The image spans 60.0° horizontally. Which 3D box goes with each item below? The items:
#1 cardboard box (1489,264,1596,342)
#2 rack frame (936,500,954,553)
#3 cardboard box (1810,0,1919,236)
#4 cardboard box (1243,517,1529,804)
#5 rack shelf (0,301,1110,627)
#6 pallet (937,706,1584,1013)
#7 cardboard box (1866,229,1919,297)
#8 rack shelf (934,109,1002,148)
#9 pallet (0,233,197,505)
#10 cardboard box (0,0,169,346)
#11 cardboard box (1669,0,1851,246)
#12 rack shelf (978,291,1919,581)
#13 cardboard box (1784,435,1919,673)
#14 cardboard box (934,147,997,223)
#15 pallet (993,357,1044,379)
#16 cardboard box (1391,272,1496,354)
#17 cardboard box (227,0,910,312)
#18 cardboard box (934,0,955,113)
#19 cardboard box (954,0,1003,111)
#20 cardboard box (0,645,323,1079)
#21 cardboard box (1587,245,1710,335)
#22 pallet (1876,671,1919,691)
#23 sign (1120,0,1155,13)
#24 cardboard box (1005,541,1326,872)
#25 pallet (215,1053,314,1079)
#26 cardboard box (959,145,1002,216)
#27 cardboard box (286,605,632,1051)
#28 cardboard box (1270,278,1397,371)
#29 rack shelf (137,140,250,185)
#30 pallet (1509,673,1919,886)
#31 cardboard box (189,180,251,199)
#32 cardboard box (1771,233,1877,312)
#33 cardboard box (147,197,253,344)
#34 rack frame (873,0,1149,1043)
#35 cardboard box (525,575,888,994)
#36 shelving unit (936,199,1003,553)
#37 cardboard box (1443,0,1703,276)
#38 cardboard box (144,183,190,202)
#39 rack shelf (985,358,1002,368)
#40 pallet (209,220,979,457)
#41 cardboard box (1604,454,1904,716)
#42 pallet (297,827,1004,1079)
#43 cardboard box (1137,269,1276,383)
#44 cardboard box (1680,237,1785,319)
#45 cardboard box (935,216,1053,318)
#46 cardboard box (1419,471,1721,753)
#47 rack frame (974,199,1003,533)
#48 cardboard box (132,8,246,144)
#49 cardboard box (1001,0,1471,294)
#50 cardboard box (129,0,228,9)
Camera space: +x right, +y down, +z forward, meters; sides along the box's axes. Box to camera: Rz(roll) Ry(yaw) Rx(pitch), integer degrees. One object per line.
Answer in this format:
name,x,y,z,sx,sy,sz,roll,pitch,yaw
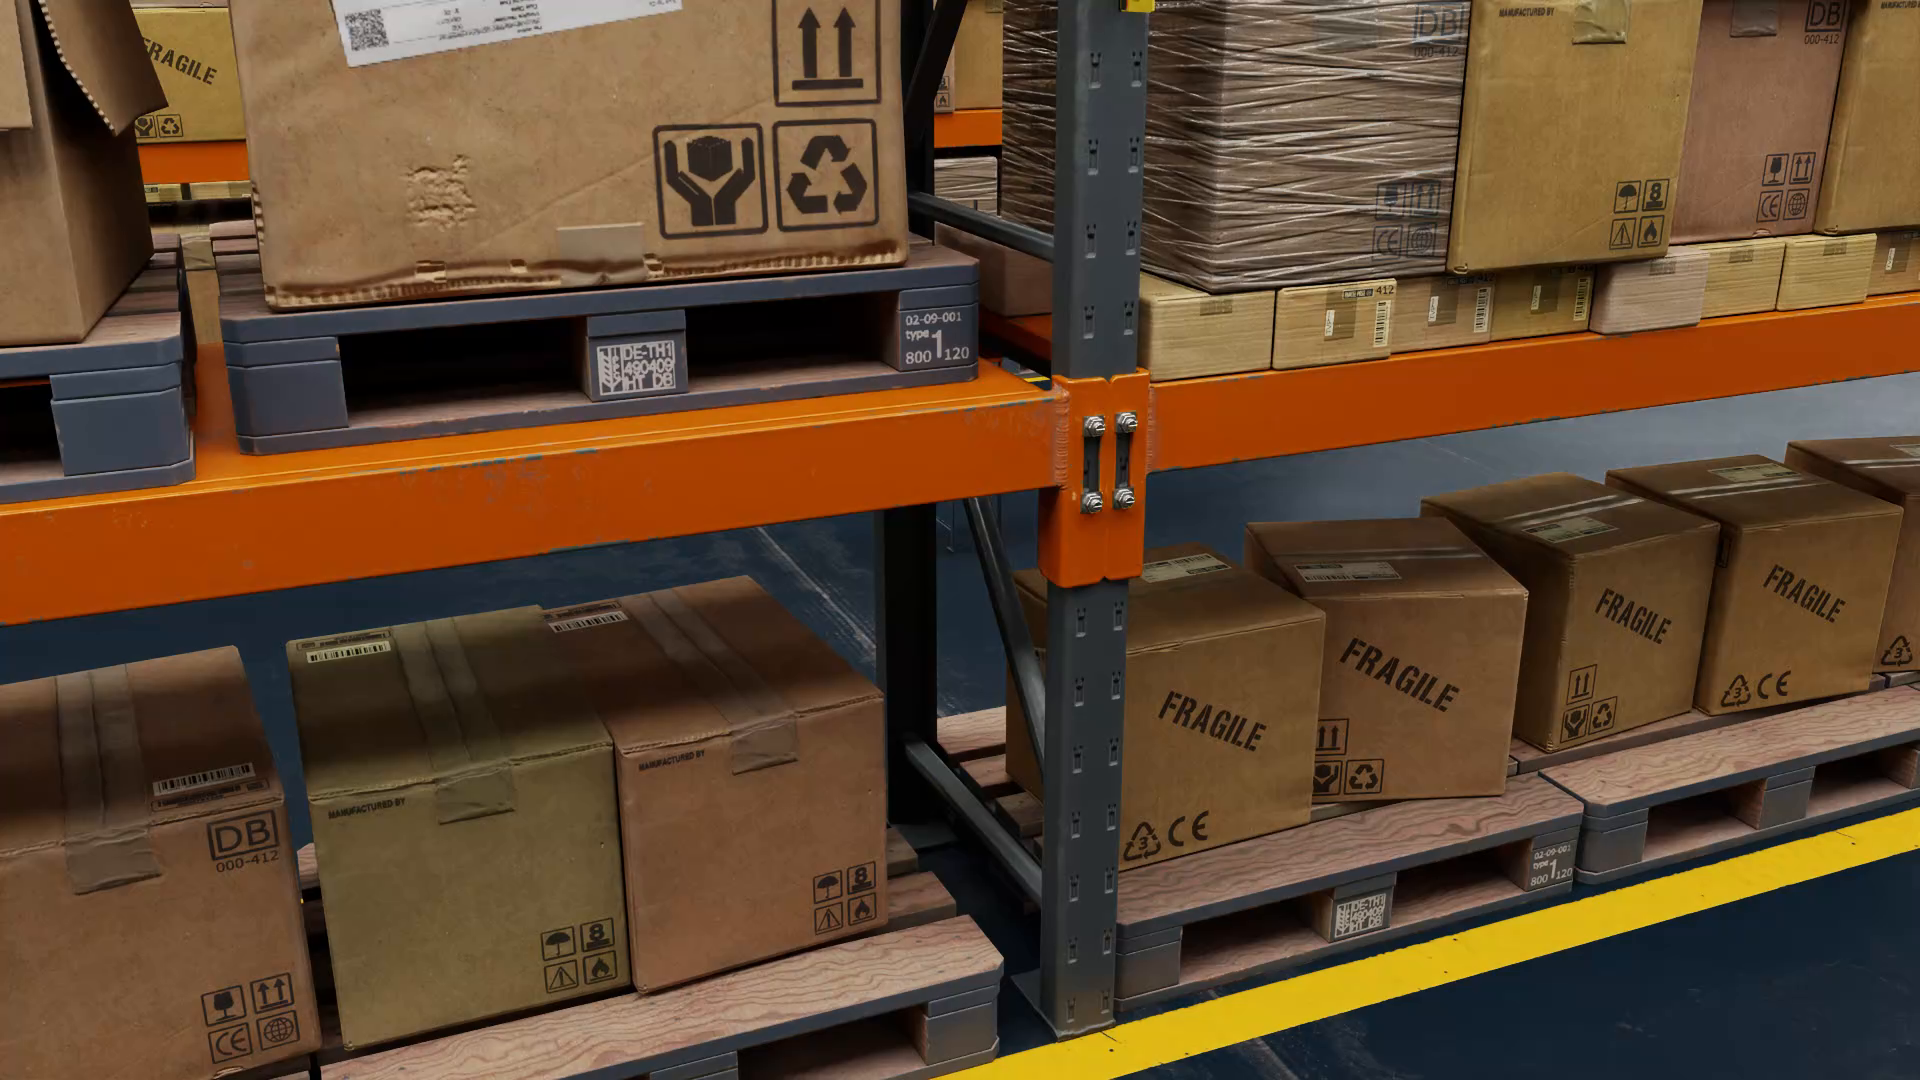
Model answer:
cardboard box,1.047,-0.519,3.359,0.250,0.149,0.380,-8,21,-22
rack frame,-0.071,-0.556,5.794,0.006,1.200,0.240,-8,21,-22
cardboard box,1.857,-1.028,3.826,0.500,0.500,0.875,-8,21,-22
cardboard box,0.957,0.268,3.877,0.500,0.500,0.500,-2,19,-5
rack shelf,-1.785,0.007,2.569,4.000,0.370,1.077,-8,21,-22
pallet,0.654,0.621,3.941,1.213,0.211,1.003,-8,21,-22
cardboard box,1.952,-0.662,3.763,0.250,0.149,0.380,-8,21,-22
rack shelf,0.016,-2.045,8.397,4.000,0.370,1.077,-8,21,-22
pallet,-1.820,-0.252,2.509,1.213,0.211,1.003,-8,21,-22
cardboard box,-1.504,-0.586,2.382,0.637,0.503,0.797,-6,20,-16
cardboard box,1.381,-0.975,3.675,0.500,0.500,0.875,-8,21,-22
rack shelf,1.888,-0.519,4.063,4.000,0.370,1.077,-8,21,-22
cardboard box,2.609,0.026,4.565,0.500,0.500,0.500,-3,20,-8
cardboard box,-0.389,-1.498,8.328,0.875,0.875,0.875,-8,21,-22
pallet,0.031,-1.044,8.669,1.213,0.211,1.003,-8,21,-22
cardboard box,0.821,-0.484,3.258,0.250,0.149,0.380,-8,21,-22
cardboard box,-0.734,-1.015,2.851,1.000,1.000,1.000,-8,21,-22
cardboard box,-0.448,-2.359,7.978,0.550,0.550,0.875,-8,21,-22
cardboard box,-0.001,-2.459,8.263,0.500,0.550,0.875,-8,21,-22
cardboard box,-1.480,0.581,2.956,0.500,0.500,0.700,-10,22,-27
cardboard box,1.293,-0.540,3.417,0.250,0.149,0.380,-8,21,-22
pallet,2.894,0.300,4.853,1.213,0.211,1.003,-8,21,-22
sign,0.275,-0.973,2.525,0.005,0.325,0.100,-8,21,-22
cardboard box,0.434,0.345,3.657,0.500,0.500,0.500,-9,21,-24
pallet,-1.785,0.985,2.908,1.213,0.211,1.003,-8,21,-22
cardboard box,0.449,-1.618,8.666,0.875,0.875,0.875,-9,21,-23
cardboard box,-0.966,0.507,3.166,0.500,0.500,0.700,-8,21,-22
cardboard box,0.603,-0.442,3.140,0.250,0.149,0.380,-8,21,-22
rack shelf,-3.657,-1.519,6.902,4.000,0.370,1.077,-8,21,-22
pallet,1.776,0.459,4.401,1.213,0.211,1.003,-8,21,-22
cardboard box,-5.013,-2.411,11.676,0.625,0.372,0.950,-7,21,-19
cardboard box,1.740,-0.615,3.630,0.250,0.149,0.380,-8,21,-22
cardboard box,-3.242,-1.023,7.167,0.750,0.750,1.050,-8,21,-22
rack frame,0.051,-0.595,3.196,0.127,3.000,1.000,-8,21,-22
cardboard box,-0.521,0.450,3.328,0.500,0.500,0.700,-10,22,-26
shelving unit,0.013,-0.568,5.828,0.189,1.200,0.258,-8,21,-22
cardboard box,0.962,-0.878,3.401,0.500,0.500,0.875,-8,21,-22
cardboard box,-5.651,-2.319,11.415,0.625,0.372,0.950,-7,21,-20
rack shelf,0.013,-0.639,5.803,0.180,0.103,0.258,-8,21,-22
pallet,-0.708,-0.449,3.069,1.213,0.211,1.003,-8,21,-22
cardboard box,2.027,0.102,4.347,0.500,0.500,0.500,-6,20,-17
pallet,-0.663,0.823,3.367,1.213,0.211,1.003,-8,21,-22
cardboard box,0.368,-0.413,3.058,0.250,0.149,0.380,-8,21,-22
cardboard box,1.506,-0.585,3.546,0.250,0.149,0.380,-8,21,-22
cardboard box,0.132,-0.595,3.573,0.250,0.149,0.380,-8,21,-22
cardboard box,1.496,0.162,4.177,0.500,0.500,0.500,-10,22,-27
rack frame,0.097,-0.580,5.862,0.006,1.200,0.240,-8,21,-22
cardboard box,-3.122,-1.885,6.709,0.500,0.500,0.500,-8,21,-21
cardboard box,0.489,-0.823,3.245,0.500,0.500,0.875,-8,21,-22
cardboard box,-3.210,-2.438,6.774,0.500,0.500,0.700,-8,21,-21
